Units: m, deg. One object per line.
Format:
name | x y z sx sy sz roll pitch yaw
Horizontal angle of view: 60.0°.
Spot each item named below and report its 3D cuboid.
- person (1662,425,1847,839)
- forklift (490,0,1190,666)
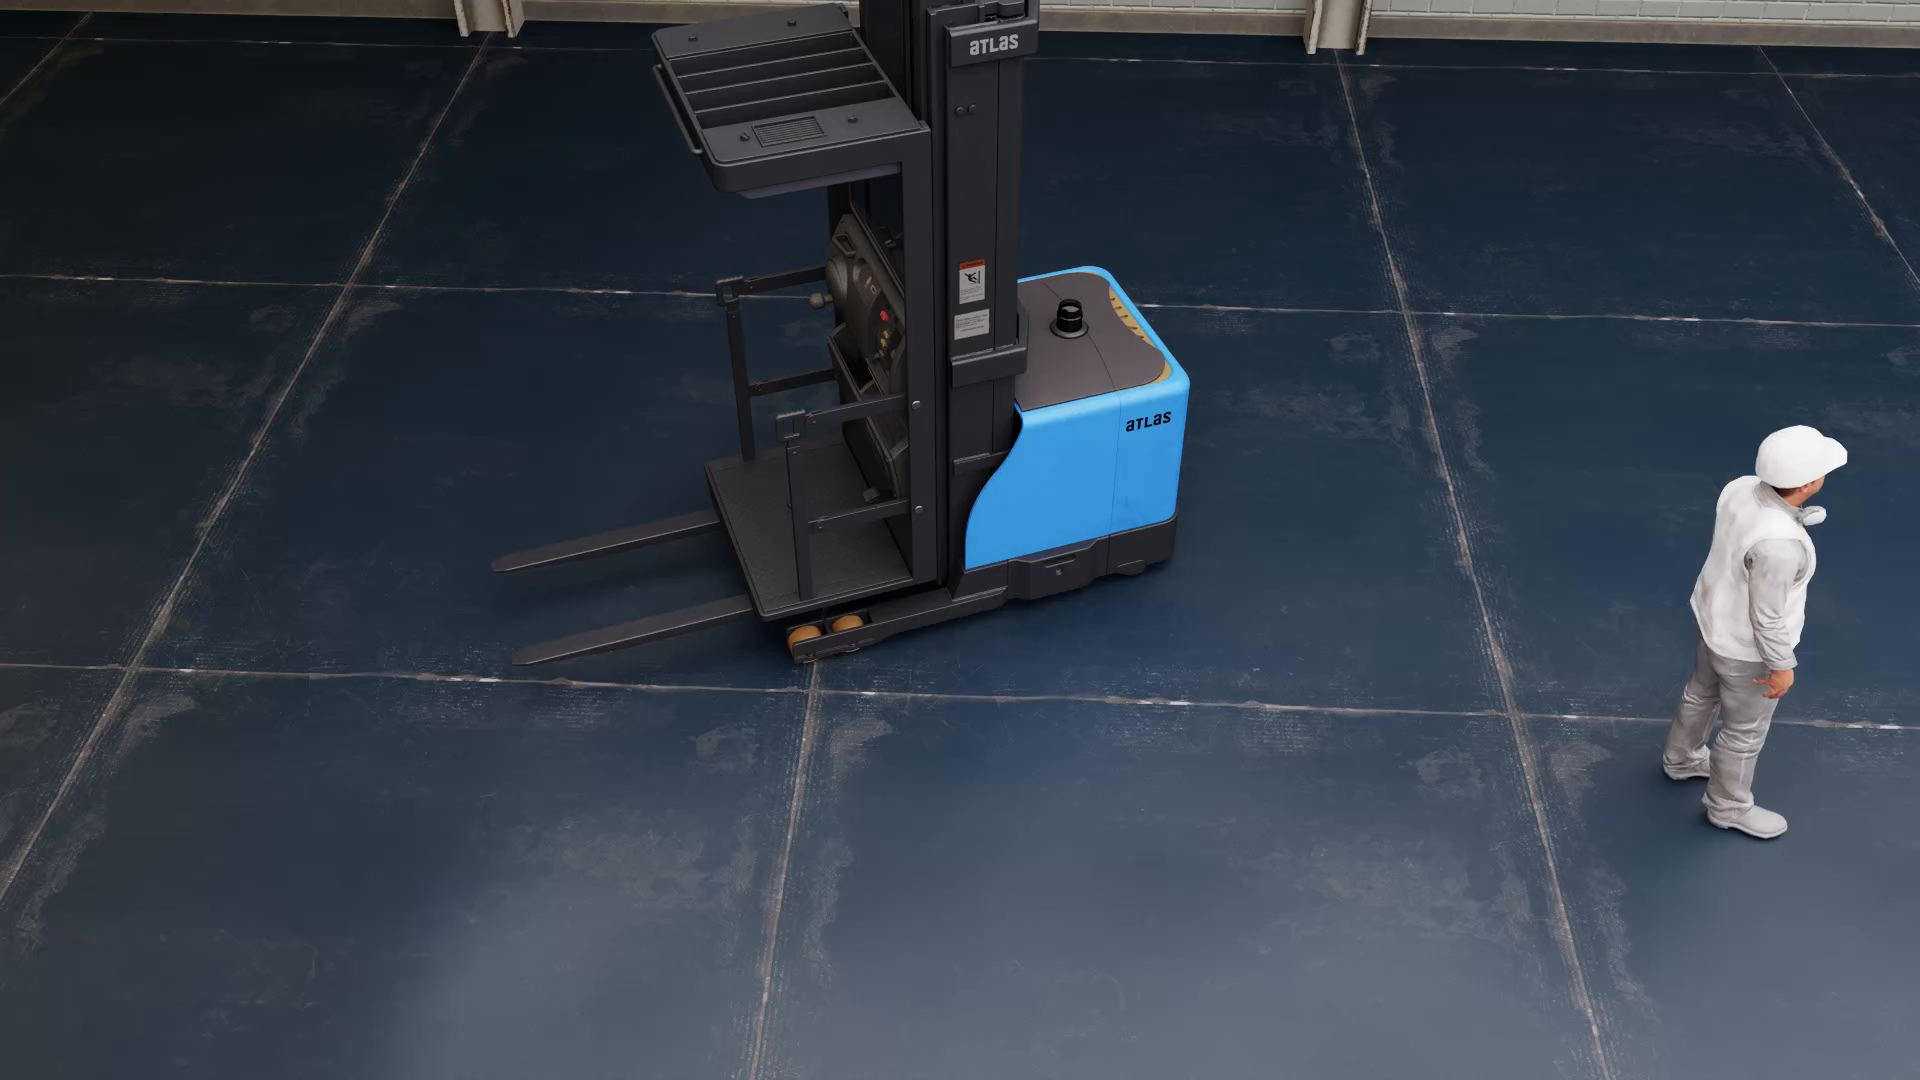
person | 3.019 0.318 6.241 0.568 1.774 0.633 2 42 2
forklift | -0.573 -0.945 6.778 3.031 2.935 1.130 -13 44 -14
